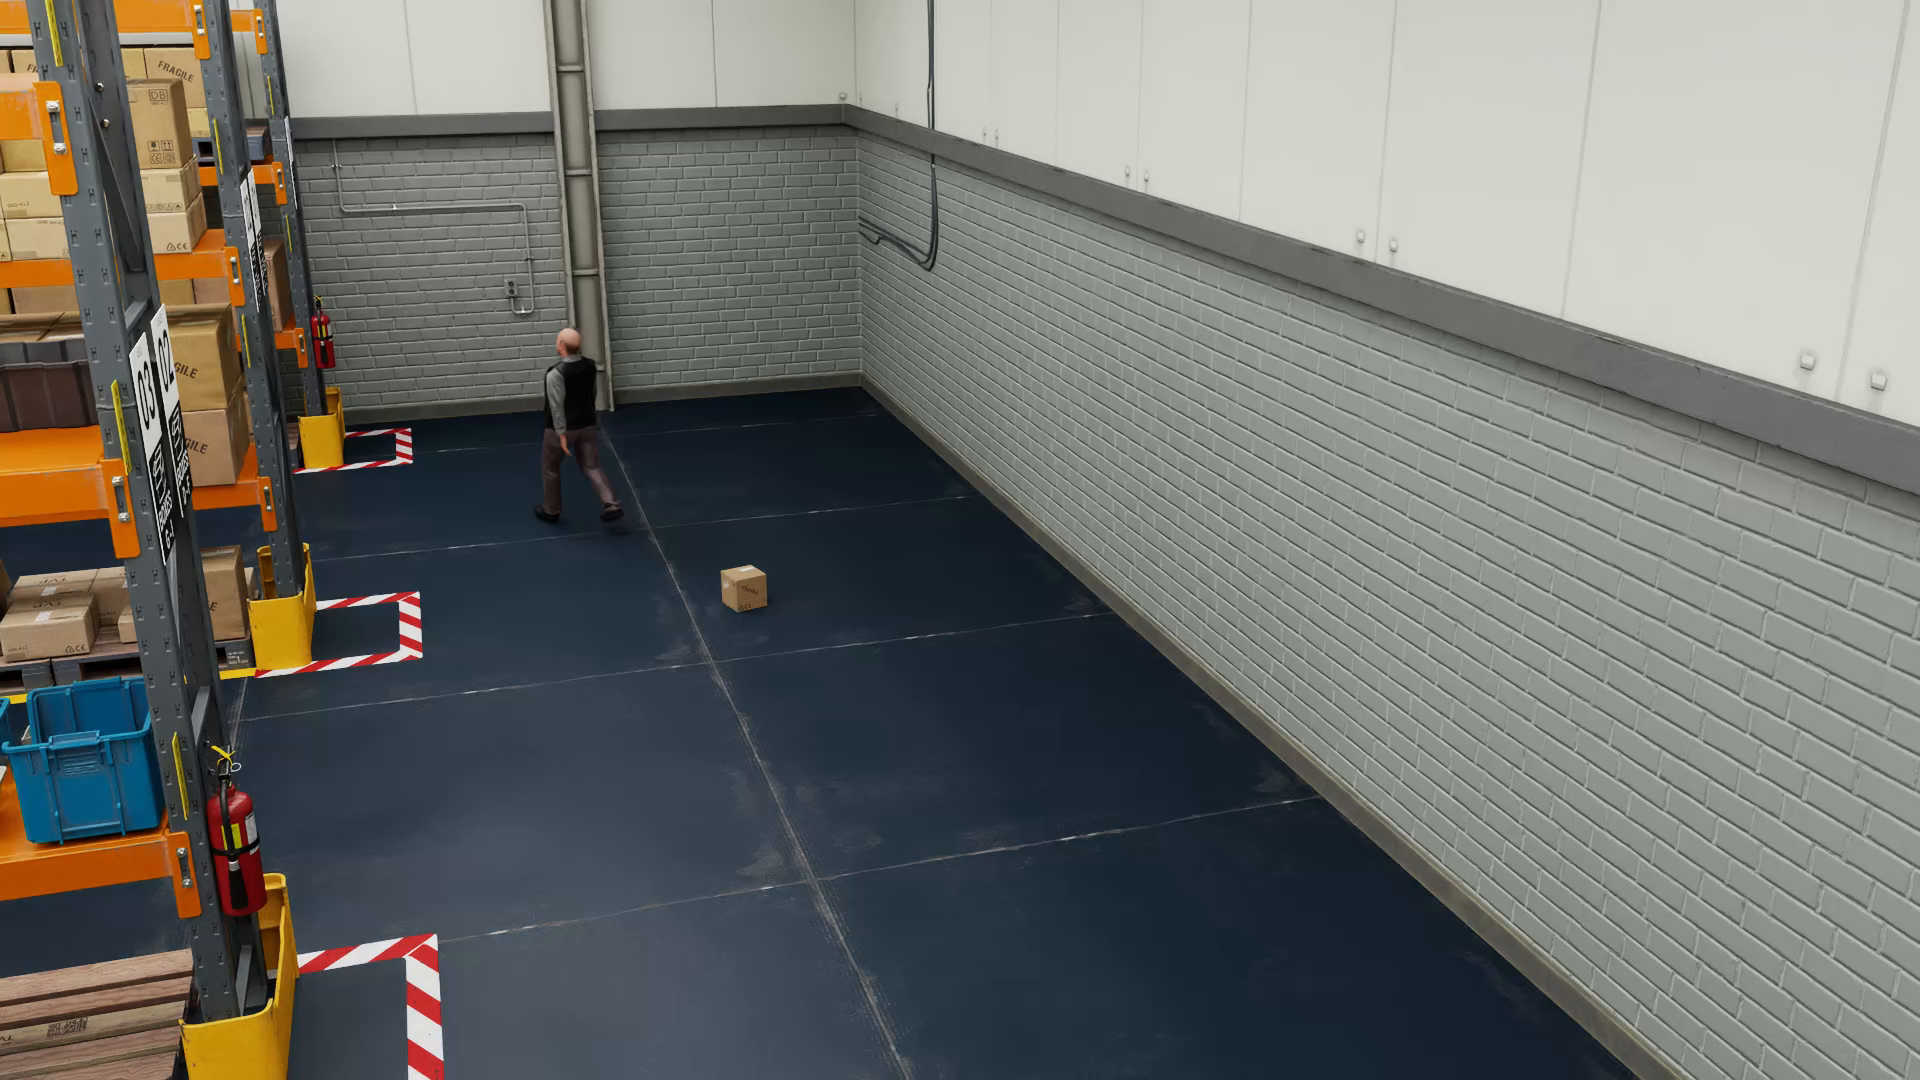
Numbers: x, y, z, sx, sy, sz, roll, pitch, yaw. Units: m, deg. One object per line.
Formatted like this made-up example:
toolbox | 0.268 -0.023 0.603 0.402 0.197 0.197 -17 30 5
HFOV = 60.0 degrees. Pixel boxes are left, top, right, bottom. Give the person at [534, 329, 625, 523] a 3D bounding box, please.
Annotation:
person | -3.221 -0.936 13.813 0.977 1.677 0.533 17 25 40
